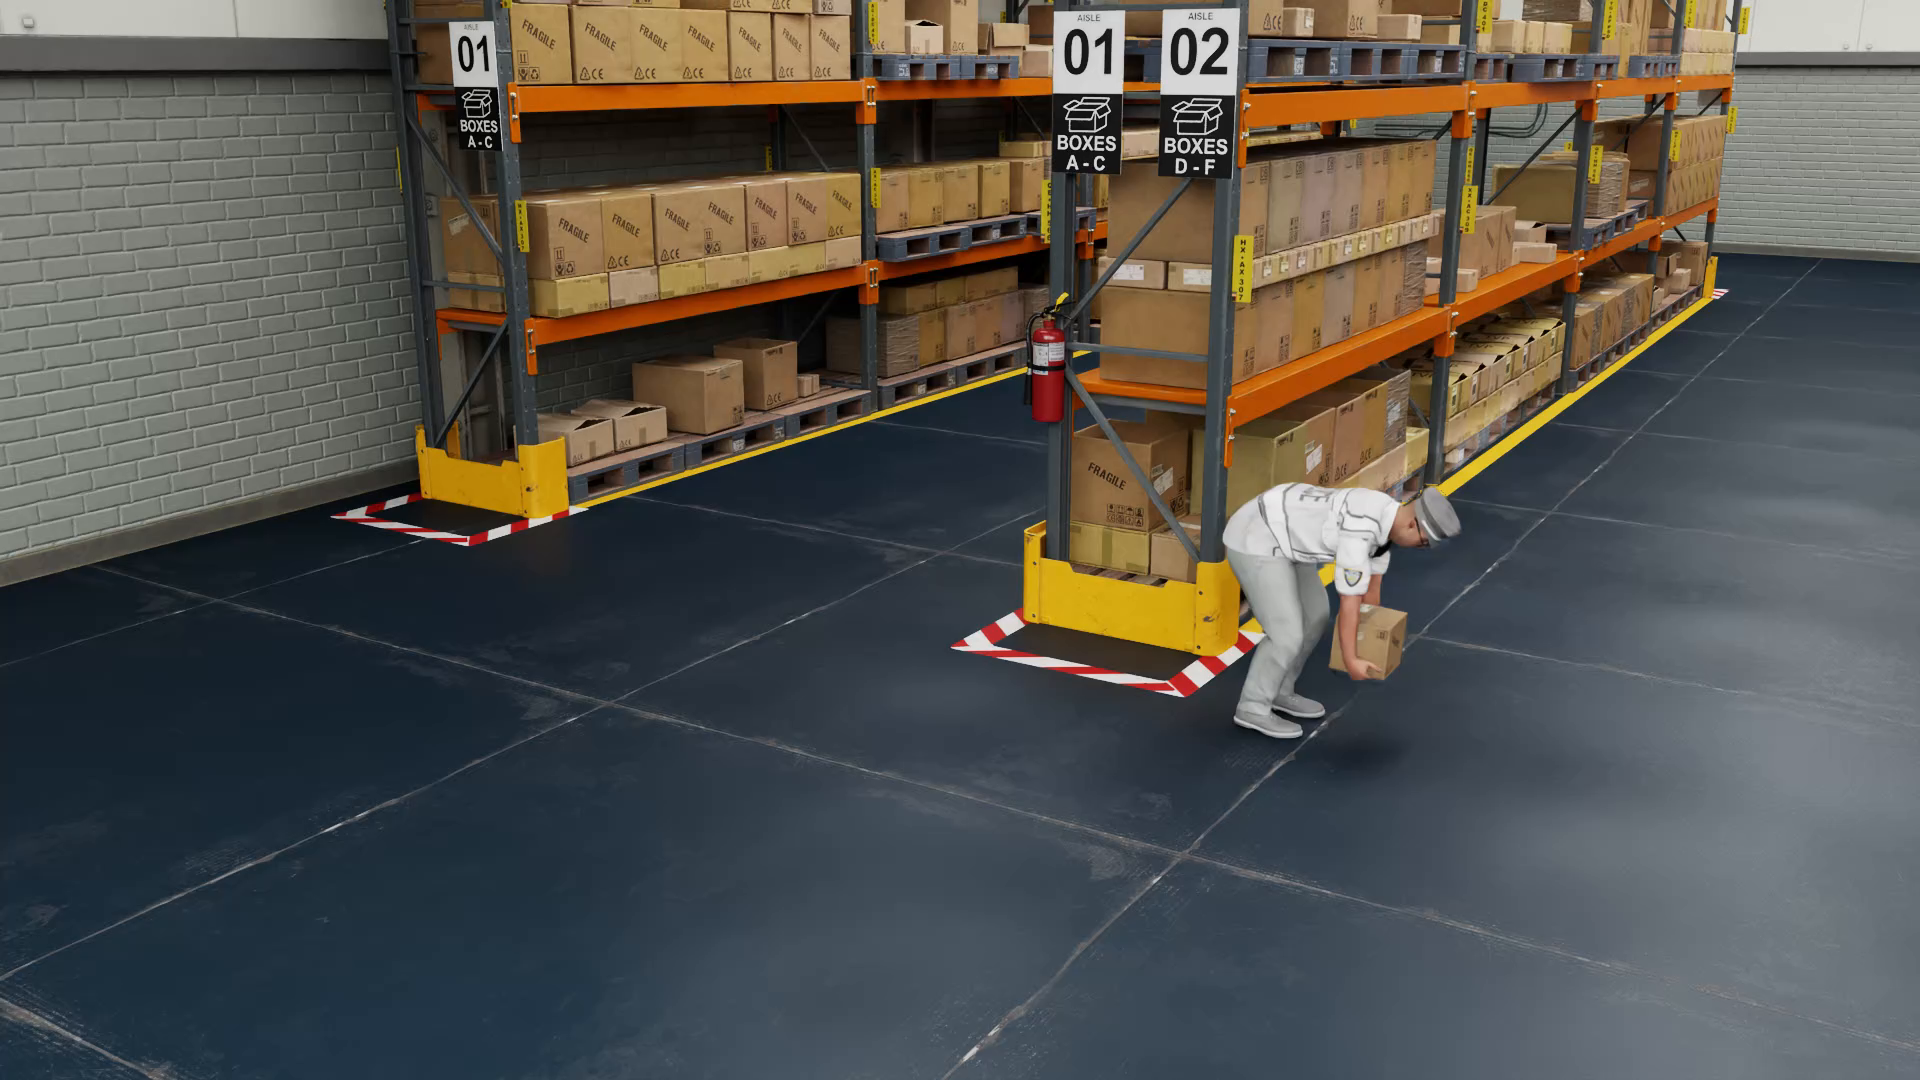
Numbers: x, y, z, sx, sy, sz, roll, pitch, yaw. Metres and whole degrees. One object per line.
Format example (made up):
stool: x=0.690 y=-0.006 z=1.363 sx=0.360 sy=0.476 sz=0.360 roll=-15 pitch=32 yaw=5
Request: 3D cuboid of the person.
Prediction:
person: x=1.457 y=-0.003 z=7.529 sx=0.440 sy=1.747 sz=0.601 roll=8 pitch=18 yaw=27
